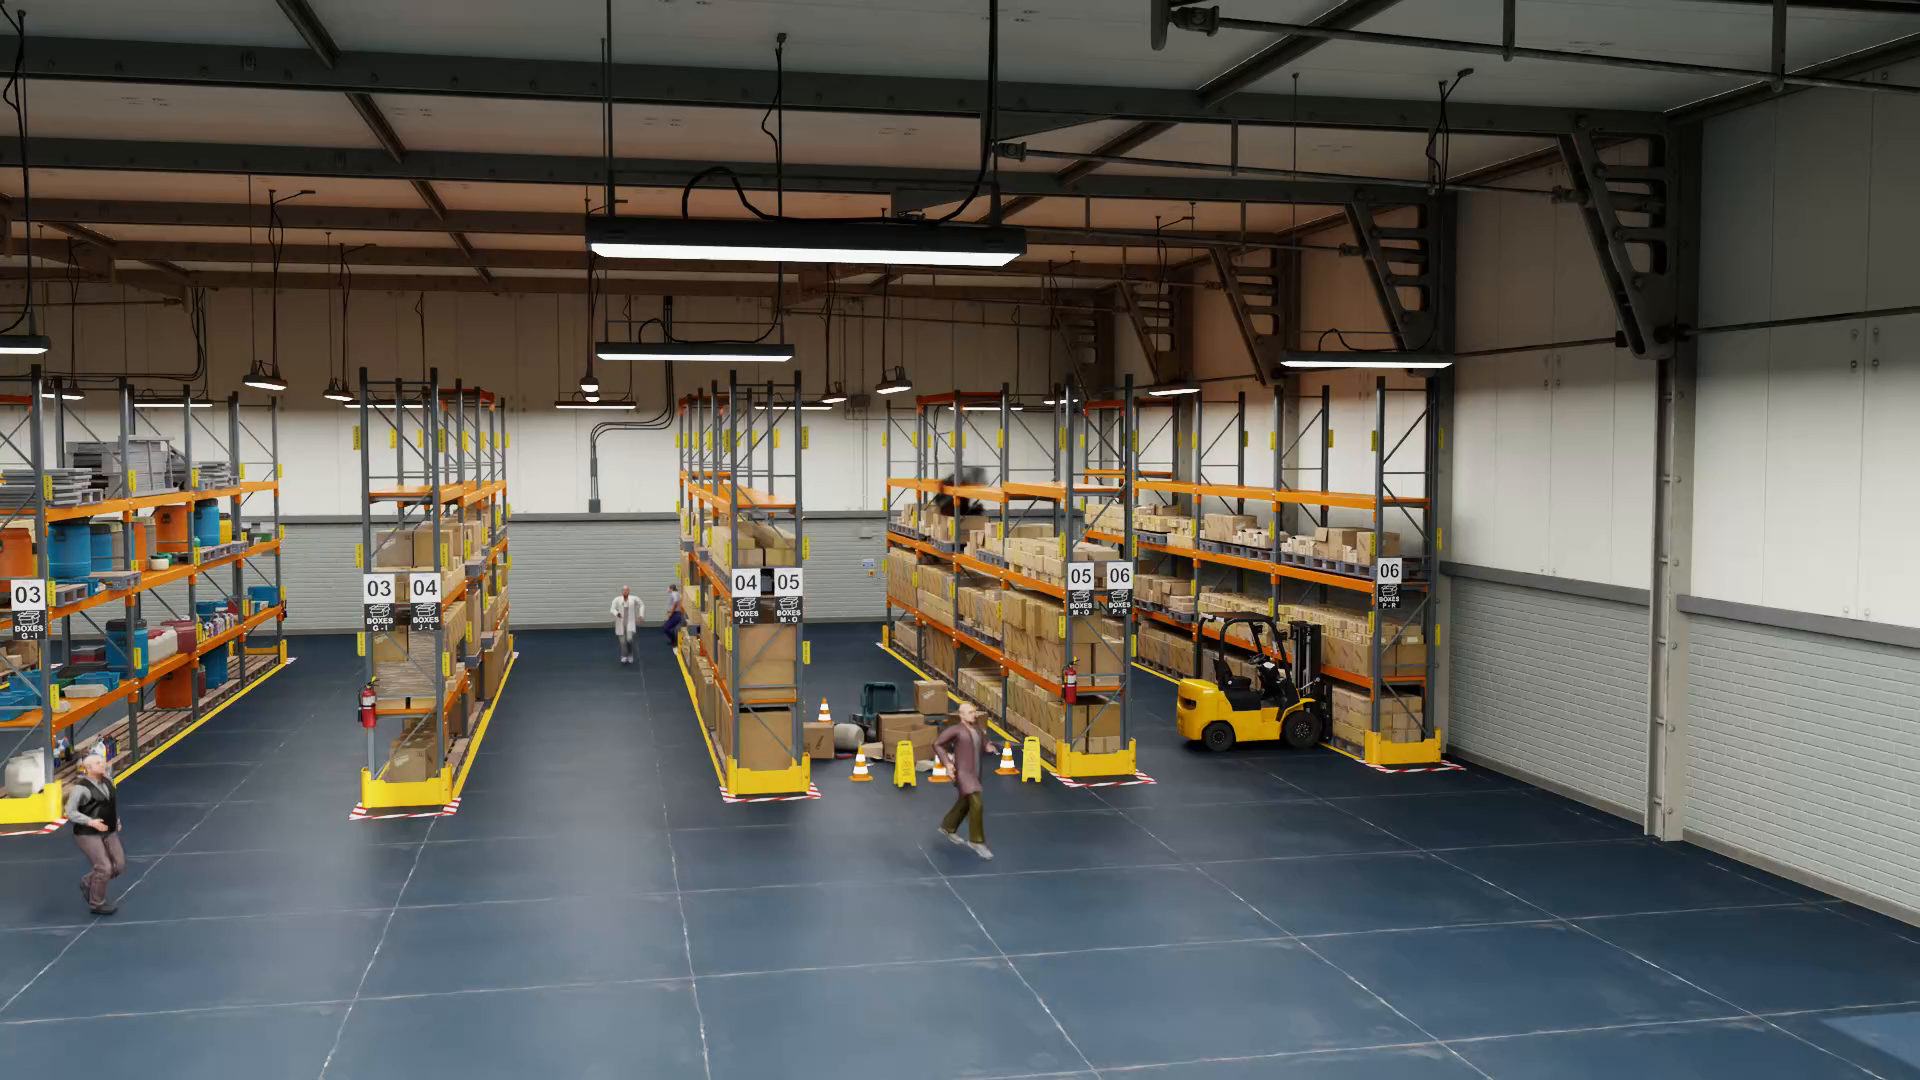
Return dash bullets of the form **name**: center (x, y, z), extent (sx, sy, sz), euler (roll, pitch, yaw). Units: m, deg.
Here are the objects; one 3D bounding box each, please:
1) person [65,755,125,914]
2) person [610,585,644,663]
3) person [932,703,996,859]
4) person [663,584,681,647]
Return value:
- **person**: center (-9.145, 3.113, 17.624), extent (0.587, 1.681, 0.680), euler (1, 3, 13)
- **person**: center (-7.491, 1.912, 37.402), extent (0.738, 1.788, 0.747), euler (0, 3, -6)
- **person**: center (0.073, 2.896, 20.243), extent (0.903, 1.832, 0.680), euler (2, 4, 34)
- **person**: center (-7.014, 1.836, 40.553), extent (0.435, 1.555, 0.840), euler (0, 3, -8)
